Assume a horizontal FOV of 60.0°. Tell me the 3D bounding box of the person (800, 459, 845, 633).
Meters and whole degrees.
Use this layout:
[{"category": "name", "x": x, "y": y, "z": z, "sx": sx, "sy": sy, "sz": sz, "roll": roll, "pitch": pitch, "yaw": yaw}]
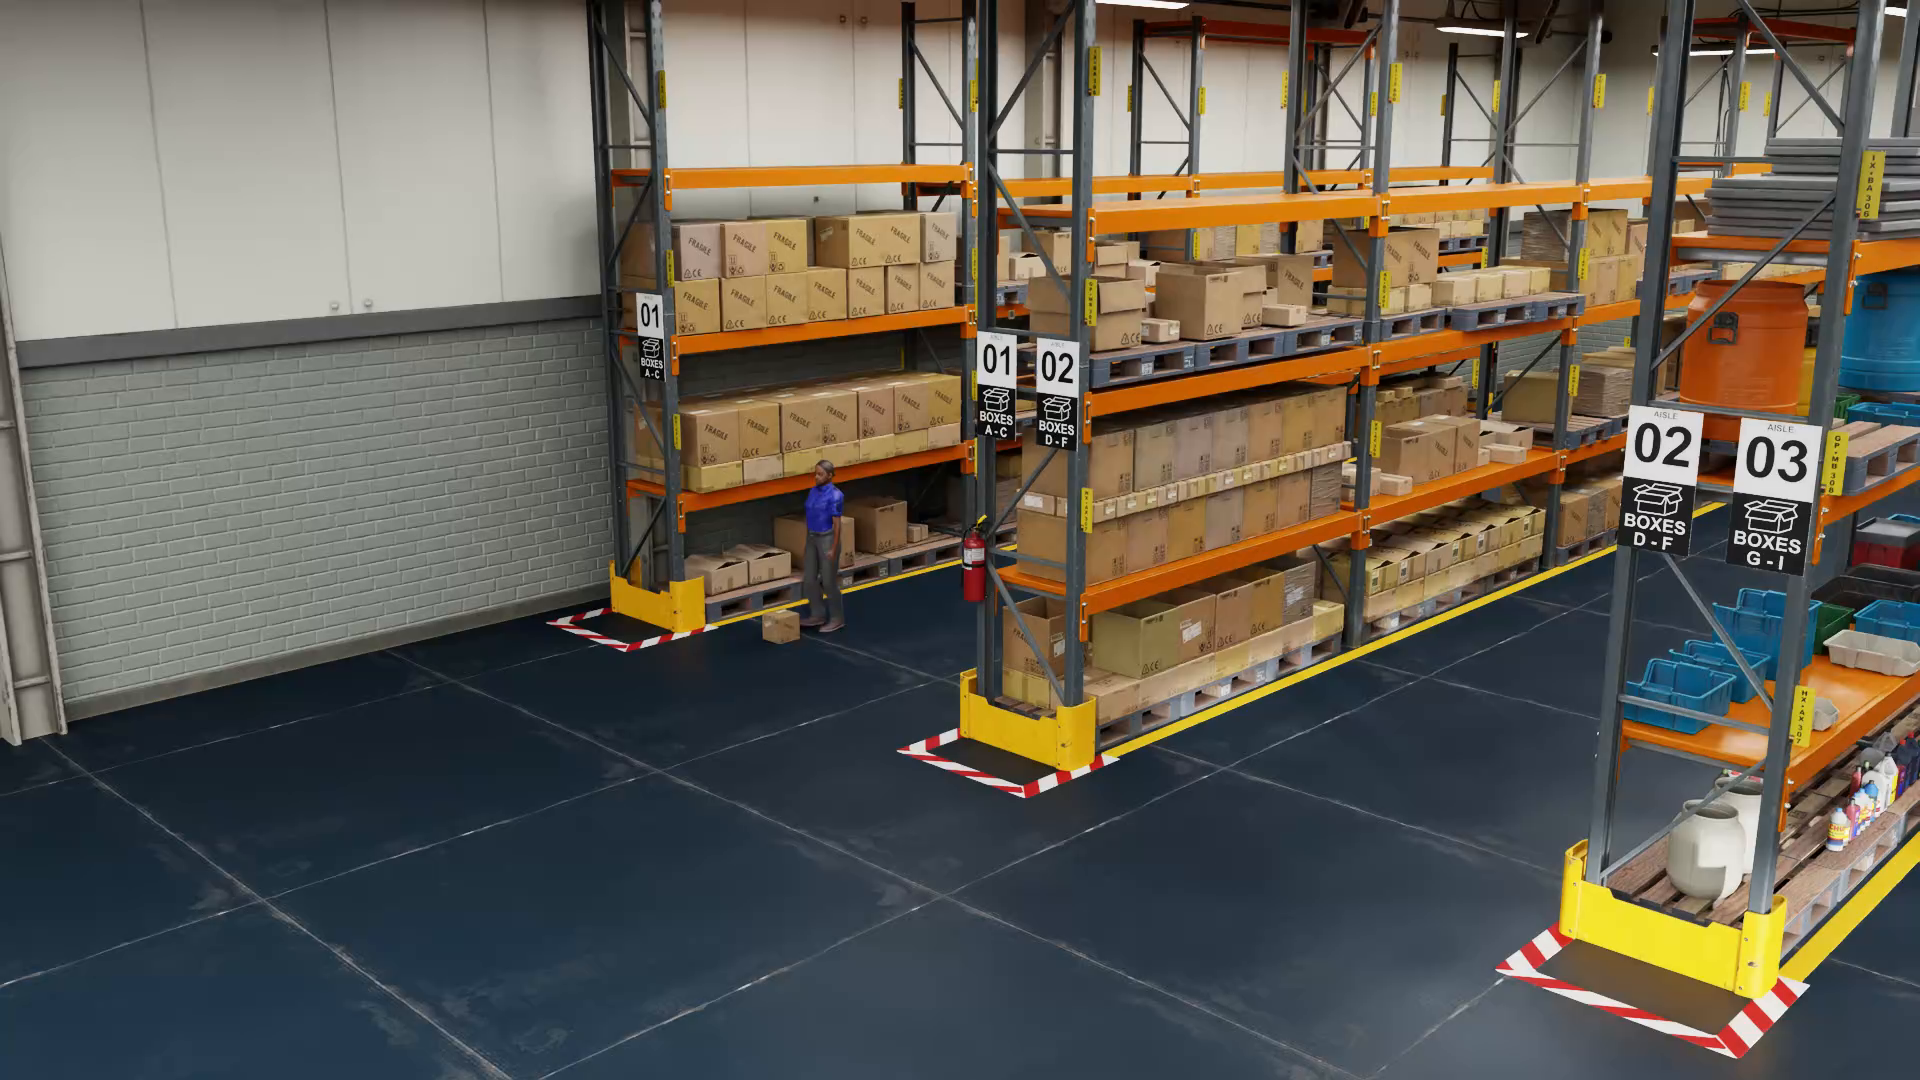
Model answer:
[{"category": "person", "x": -1.311, "y": 0.059, "z": 15.819, "sx": 0.350, "sy": 1.637, "sz": 0.437, "roll": -13, "pitch": 19, "yaw": -43}]
